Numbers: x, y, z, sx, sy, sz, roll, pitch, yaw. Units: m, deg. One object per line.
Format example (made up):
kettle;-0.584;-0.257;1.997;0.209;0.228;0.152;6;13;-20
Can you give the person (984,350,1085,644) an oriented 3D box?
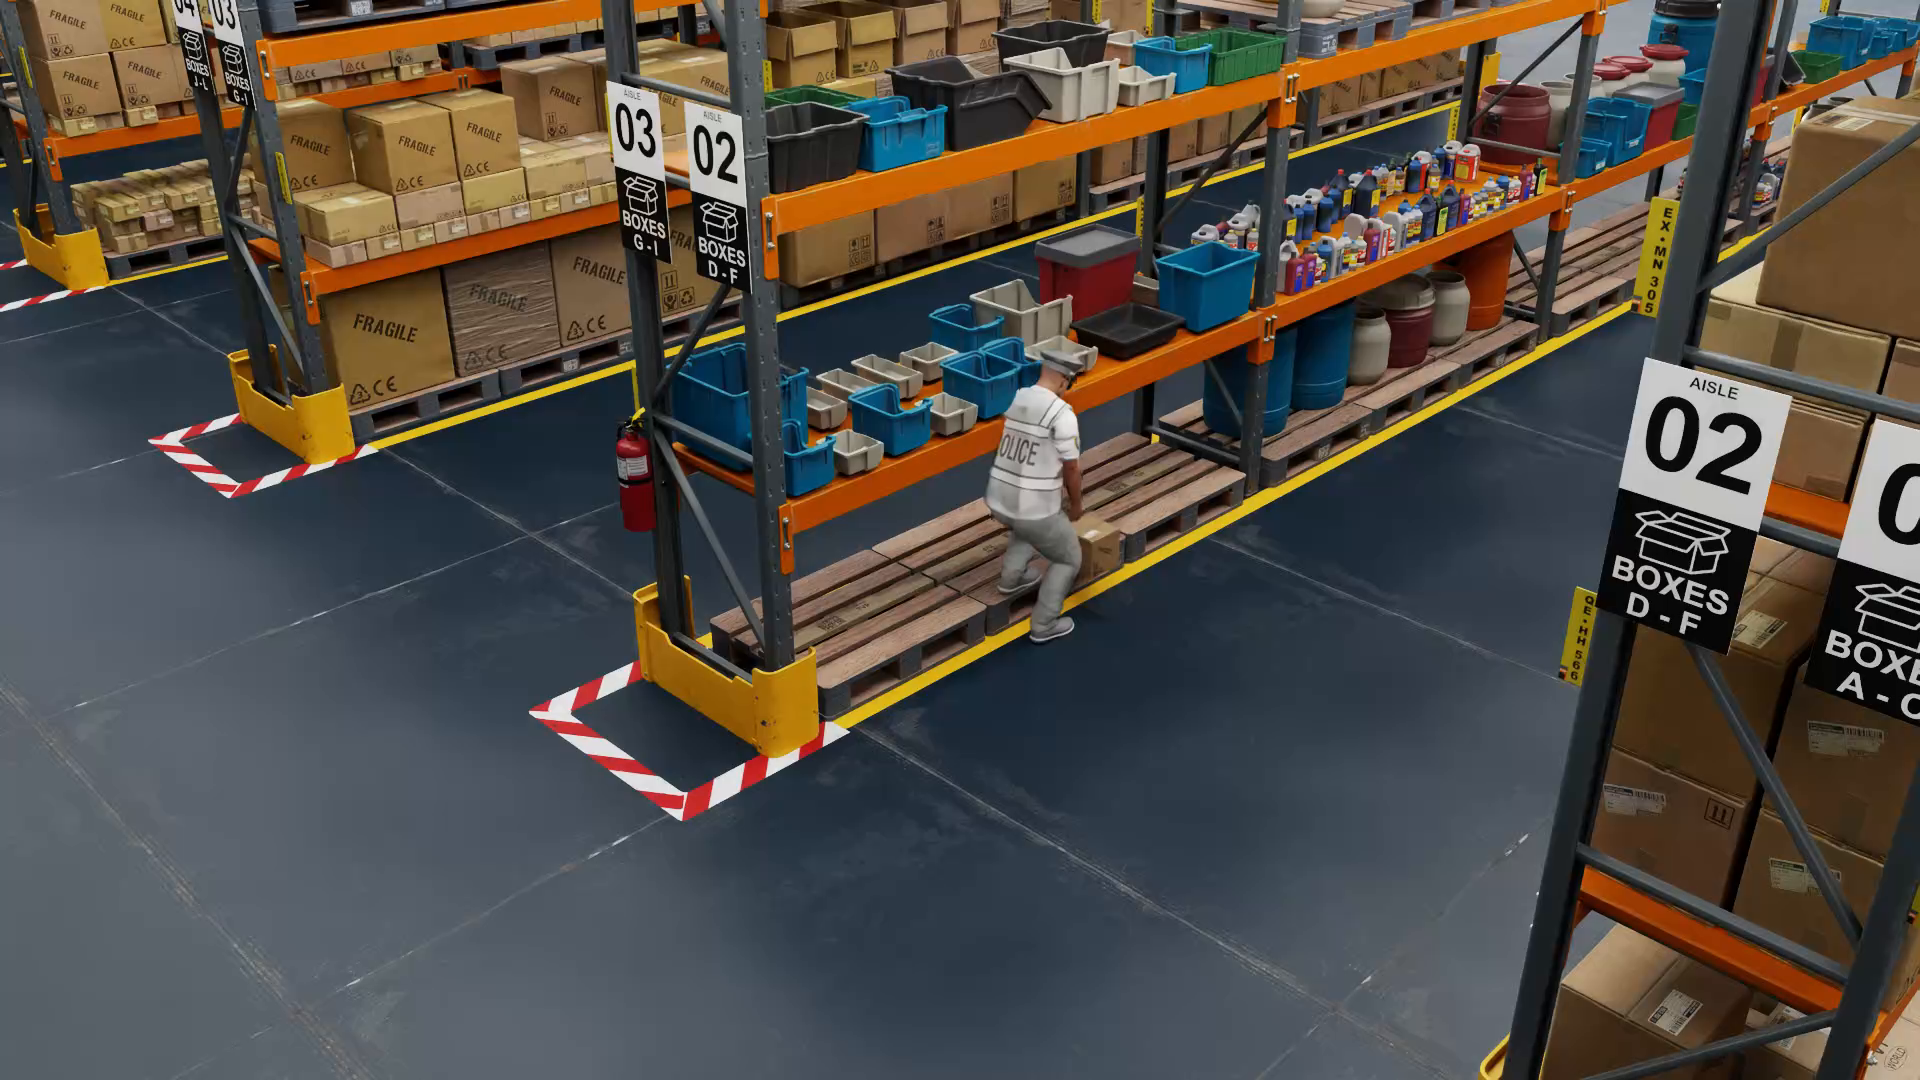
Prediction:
person;0.418;-0.243;9.224;0.618;1.629;0.575;-24;36;-38
